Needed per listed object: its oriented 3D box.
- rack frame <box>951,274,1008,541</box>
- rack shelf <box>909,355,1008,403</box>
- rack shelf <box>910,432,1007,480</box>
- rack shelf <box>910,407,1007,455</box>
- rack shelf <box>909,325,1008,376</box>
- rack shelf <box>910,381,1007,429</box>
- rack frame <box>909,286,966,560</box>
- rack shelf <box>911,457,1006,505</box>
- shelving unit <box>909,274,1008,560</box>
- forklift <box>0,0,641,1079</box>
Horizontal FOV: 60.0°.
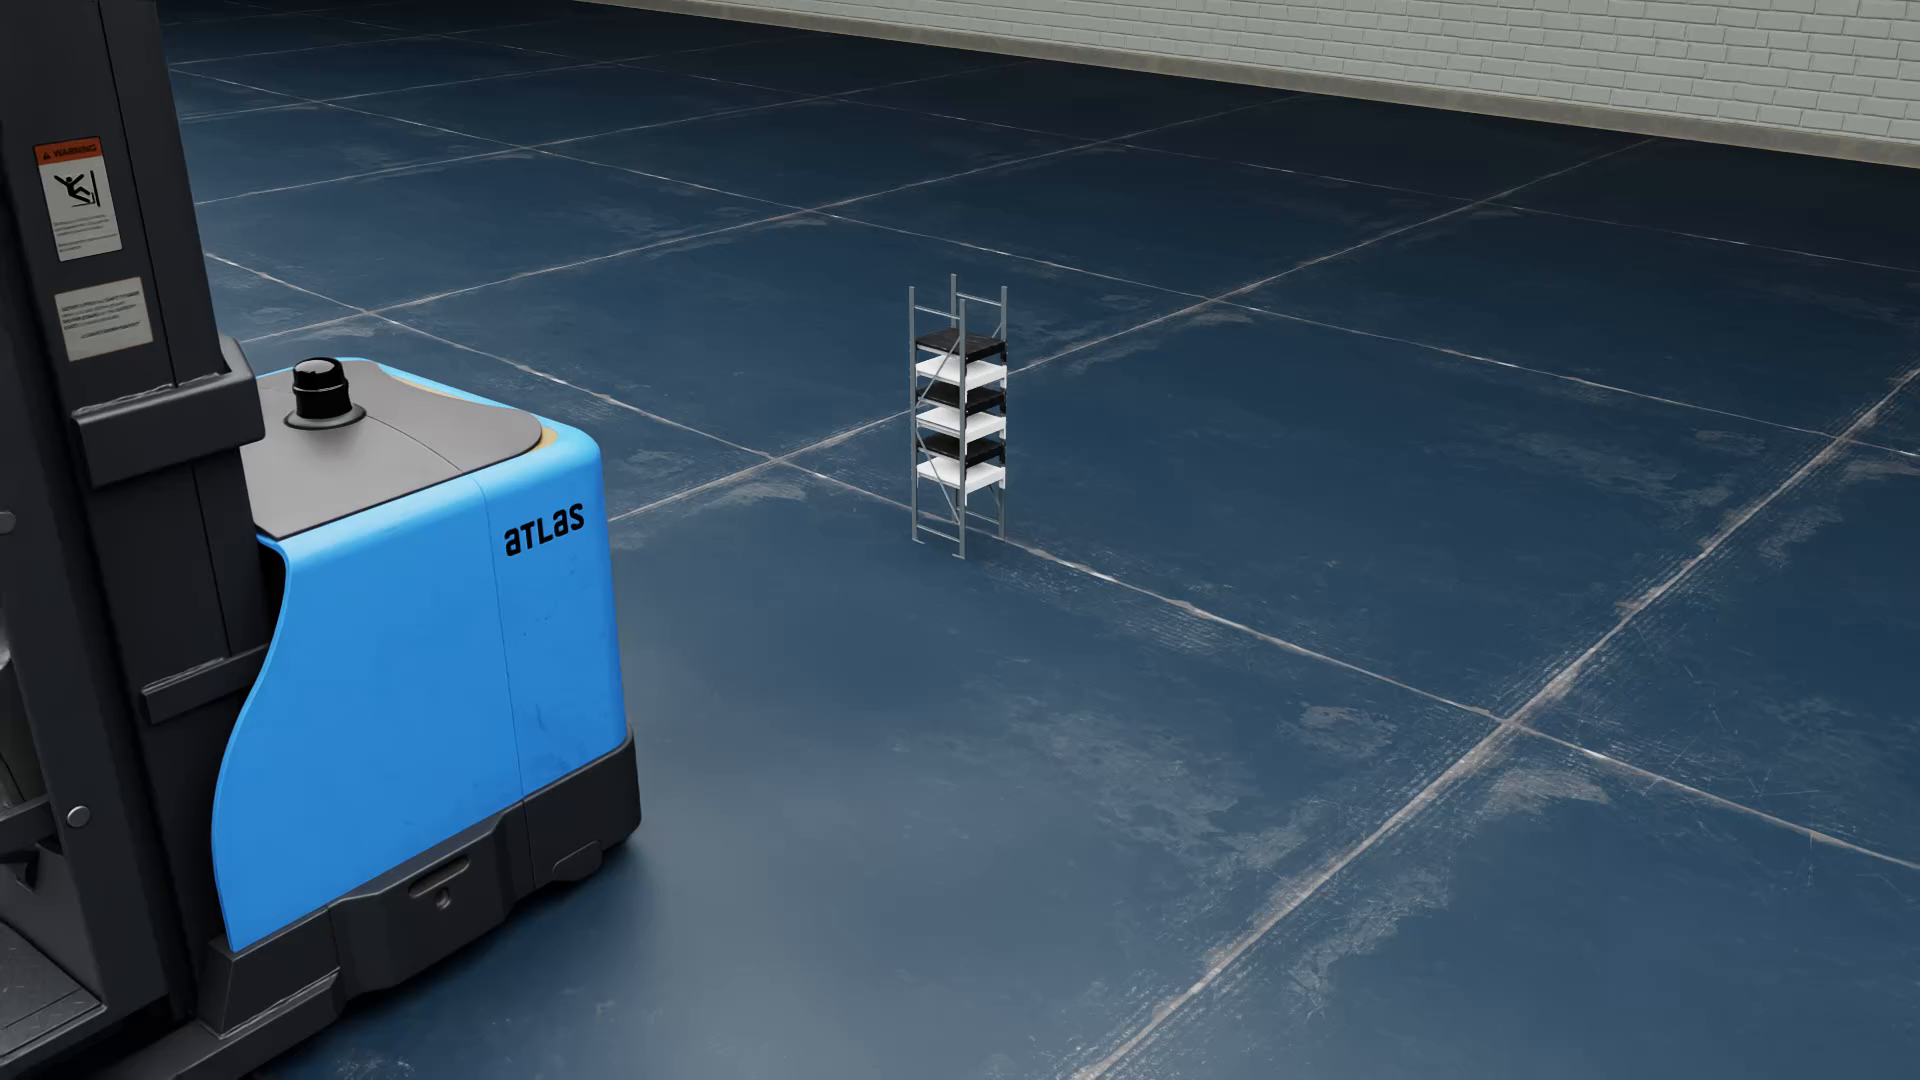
[{"bbox_3d":[0.062,-0.439,5.629,0.240,0.900,0.006,20,31,38],"label":"rack frame"},{"bbox_3d":[-0.005,-0.542,5.500,0.258,0.077,0.200,20,31,38],"label":"rack shelf"},{"bbox_3d":[-0.005,-0.296,5.611,0.258,0.077,0.200,20,31,38],"label":"rack shelf"},{"bbox_3d":[-0.005,-0.378,5.574,0.258,0.077,0.200,20,31,38],"label":"rack shelf"},{"bbox_3d":[-0.005,-0.624,5.464,0.258,0.077,0.200,20,31,38],"label":"rack shelf"},{"bbox_3d":[-0.005,-0.460,5.537,0.258,0.077,0.200,20,31,38],"label":"rack shelf"},{"bbox_3d":[-0.073,-0.377,5.491,0.240,0.900,0.006,20,31,38],"label":"rack frame"},{"bbox_3d":[-0.005,-0.213,5.648,0.258,0.077,0.200,20,31,38],"label":"rack shelf"},{"bbox_3d":[-0.005,-0.408,5.560,0.258,0.900,0.210,20,31,38],"label":"shelving unit"},{"bbox_3d":[-2.082,-0.239,2.701,1.130,2.935,3.031,18,30,34],"label":"forklift"}]
